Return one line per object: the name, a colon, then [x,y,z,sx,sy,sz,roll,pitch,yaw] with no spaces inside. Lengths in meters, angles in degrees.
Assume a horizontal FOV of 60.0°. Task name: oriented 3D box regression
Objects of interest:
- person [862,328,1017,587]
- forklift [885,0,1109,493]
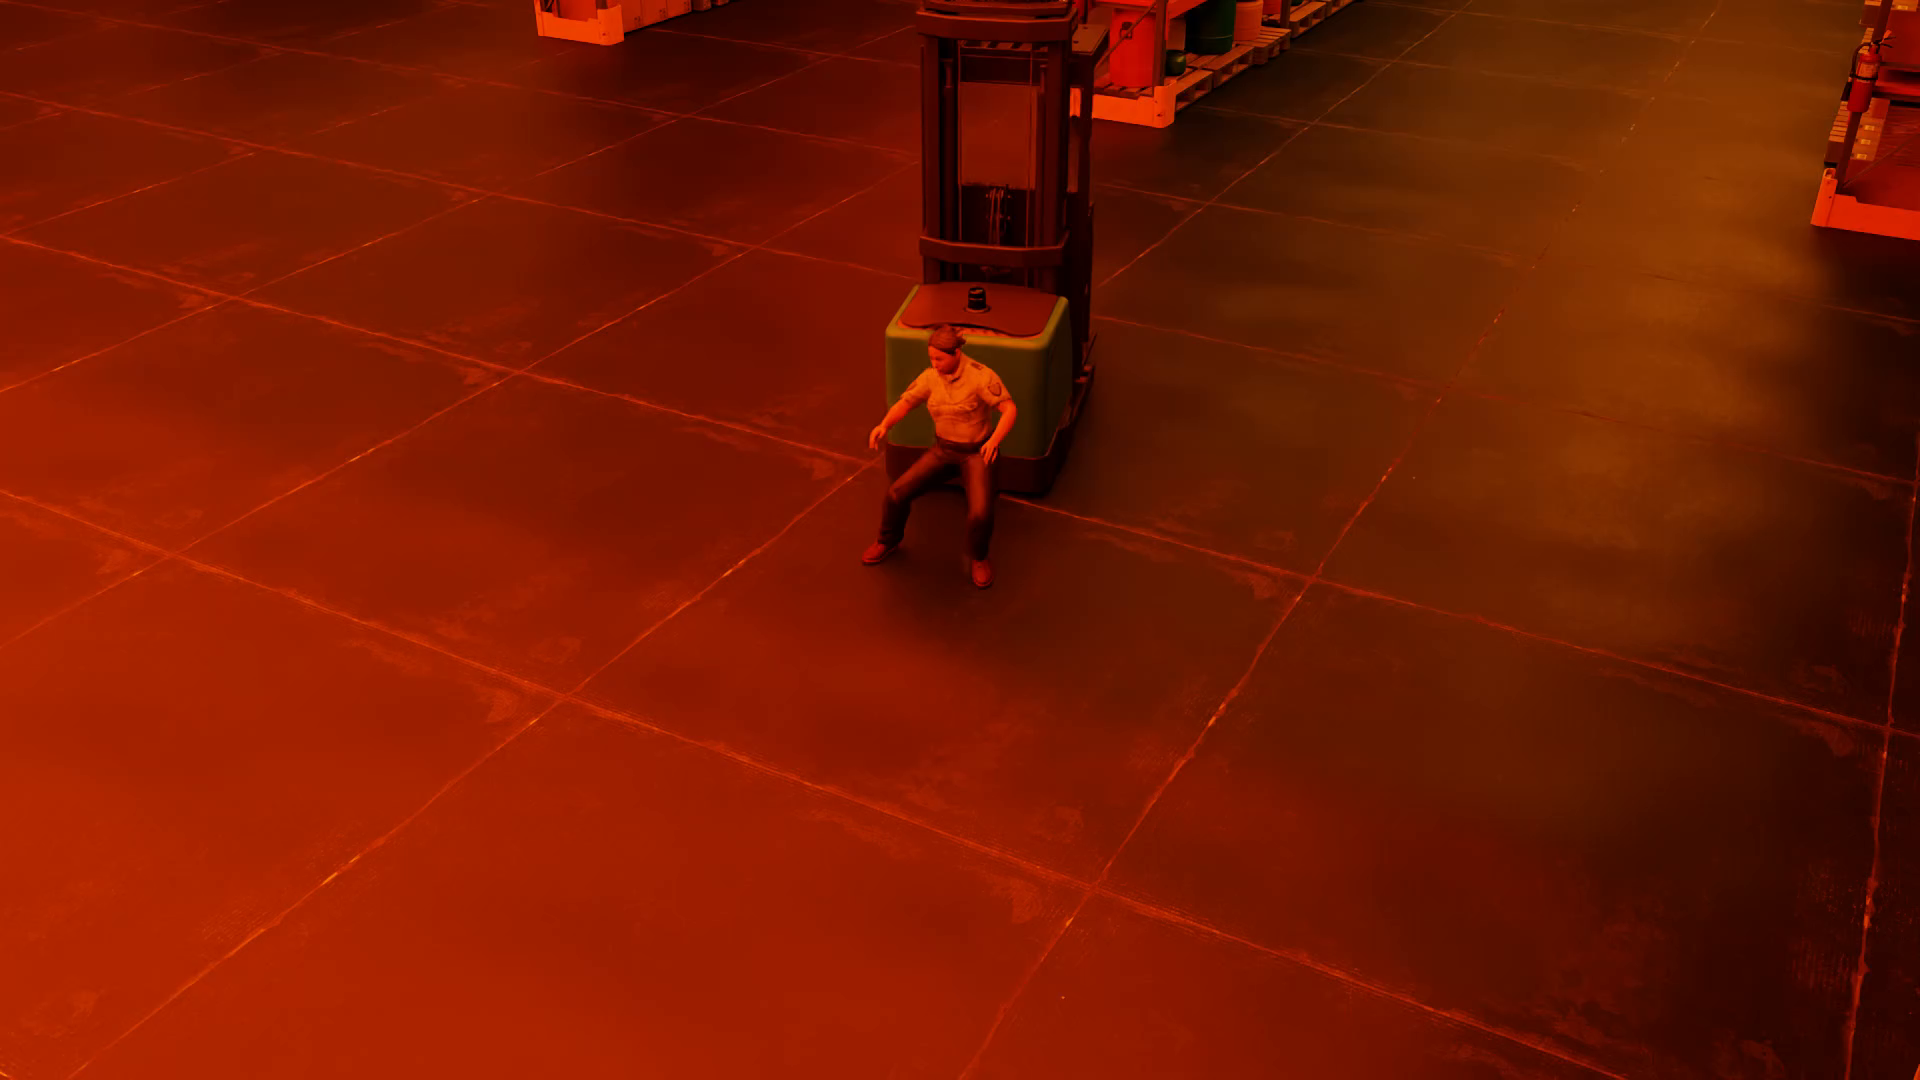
person: [-0.112,-0.455,9.336,0.924,1.455,0.706,19,35,30]
forklift: [0.347,-2.285,11.031,1.130,2.935,3.031,6,31,11]
